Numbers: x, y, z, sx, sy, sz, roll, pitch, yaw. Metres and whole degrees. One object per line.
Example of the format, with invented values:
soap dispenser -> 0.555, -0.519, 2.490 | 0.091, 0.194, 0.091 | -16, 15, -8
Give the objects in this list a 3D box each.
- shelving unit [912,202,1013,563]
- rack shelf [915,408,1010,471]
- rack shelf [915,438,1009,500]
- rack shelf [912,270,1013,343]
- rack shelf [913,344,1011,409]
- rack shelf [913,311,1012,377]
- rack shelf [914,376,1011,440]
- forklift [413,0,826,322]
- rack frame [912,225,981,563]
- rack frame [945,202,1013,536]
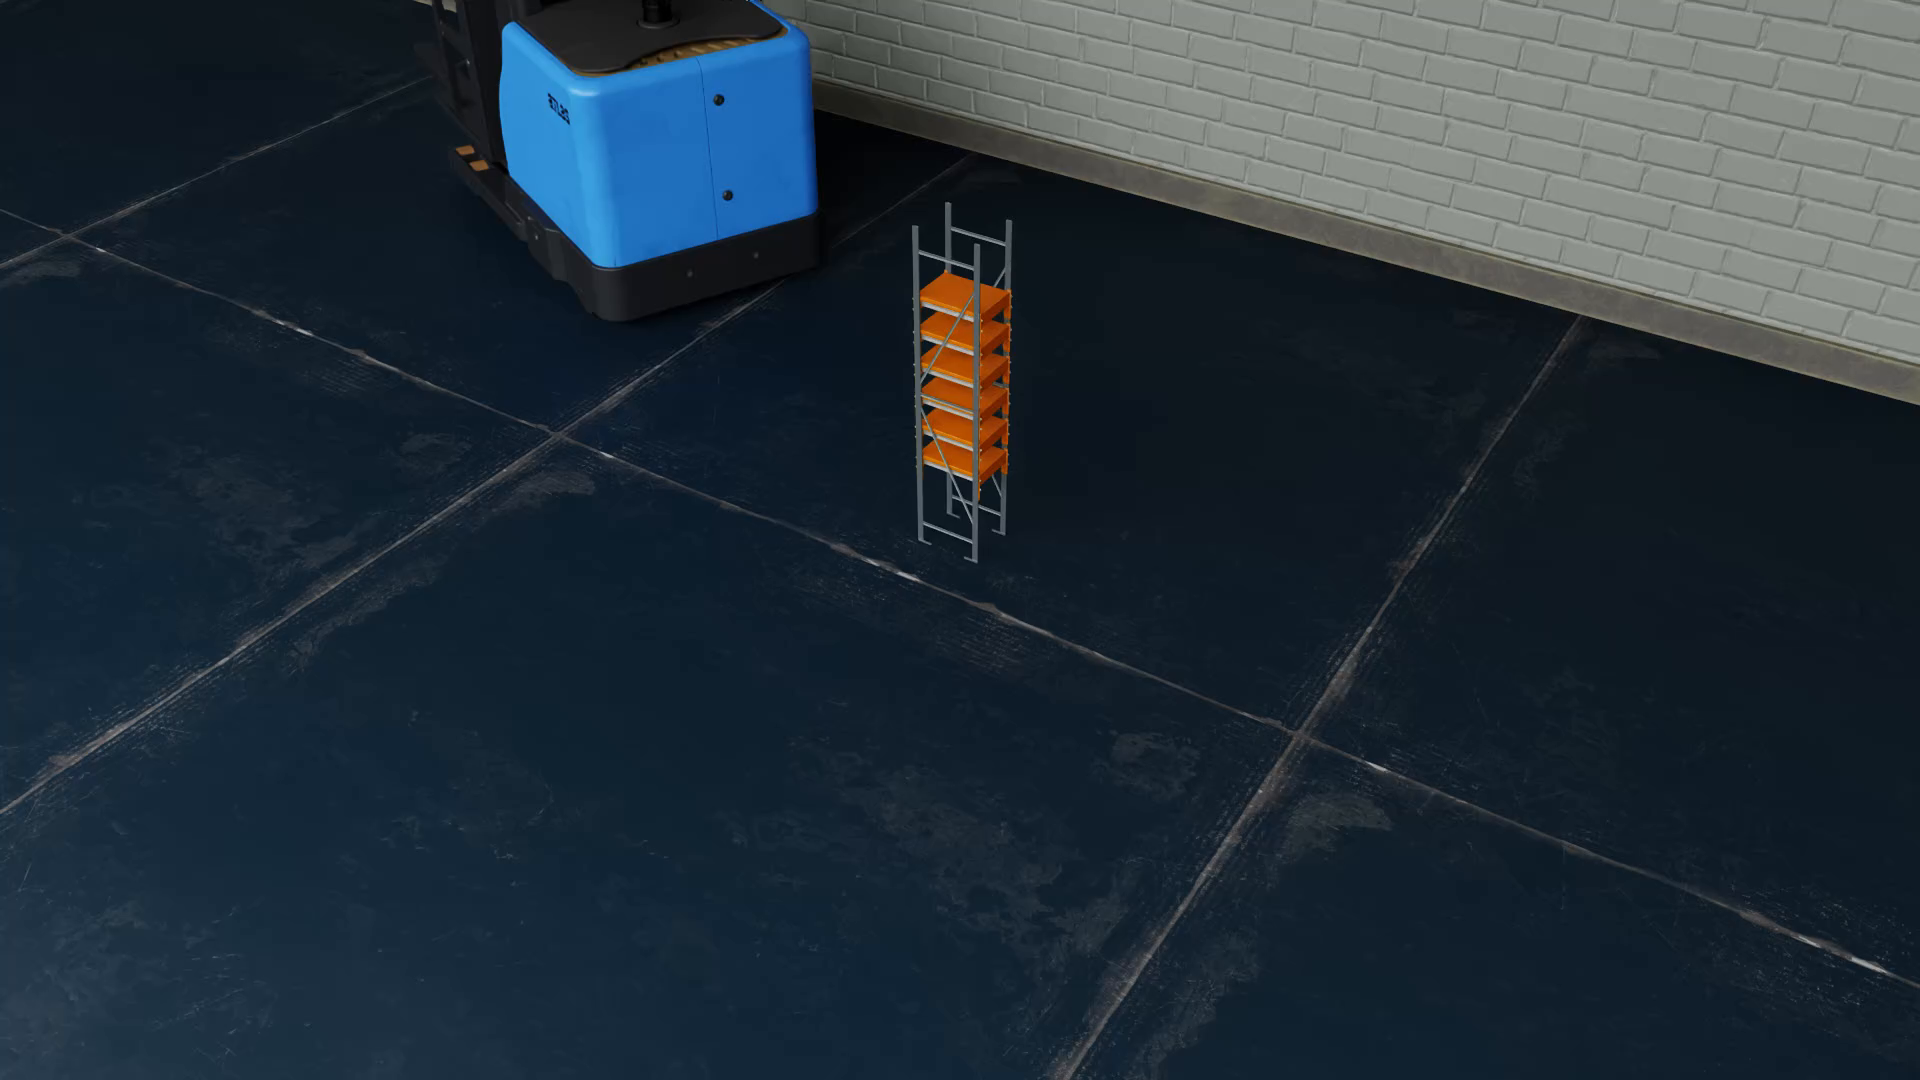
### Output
shelving unit -> 0.008, -0.483, 5.393 | 0.258, 1.200, 0.189 | 21, 42, 25
rack shelf -> 0.008, -0.352, 5.494 | 0.258, 0.103, 0.180 | 21, 42, 25
rack shelf -> 0.008, -0.257, 5.567 | 0.258, 0.103, 0.180 | 21, 42, 25
rack shelf -> 0.008, -0.733, 5.201 | 0.258, 0.103, 0.180 | 21, 42, 25
rack shelf -> 0.008, -0.542, 5.347 | 0.258, 0.103, 0.180 | 21, 42, 25
rack shelf -> 0.008, -0.638, 5.274 | 0.258, 0.103, 0.180 | 21, 42, 25
rack shelf -> 0.008, -0.447, 5.420 | 0.258, 0.103, 0.180 | 21, 42, 25
forklift -> -1.793, -2.923, 7.140 | 1.130, 2.935, 3.031 | -21, 42, -25
rack frame -> -0.041, -0.435, 5.332 | 0.240, 1.200, 0.006 | 21, 42, 25
rack frame -> 0.057, -0.530, 5.455 | 0.240, 1.200, 0.006 | 21, 42, 25
